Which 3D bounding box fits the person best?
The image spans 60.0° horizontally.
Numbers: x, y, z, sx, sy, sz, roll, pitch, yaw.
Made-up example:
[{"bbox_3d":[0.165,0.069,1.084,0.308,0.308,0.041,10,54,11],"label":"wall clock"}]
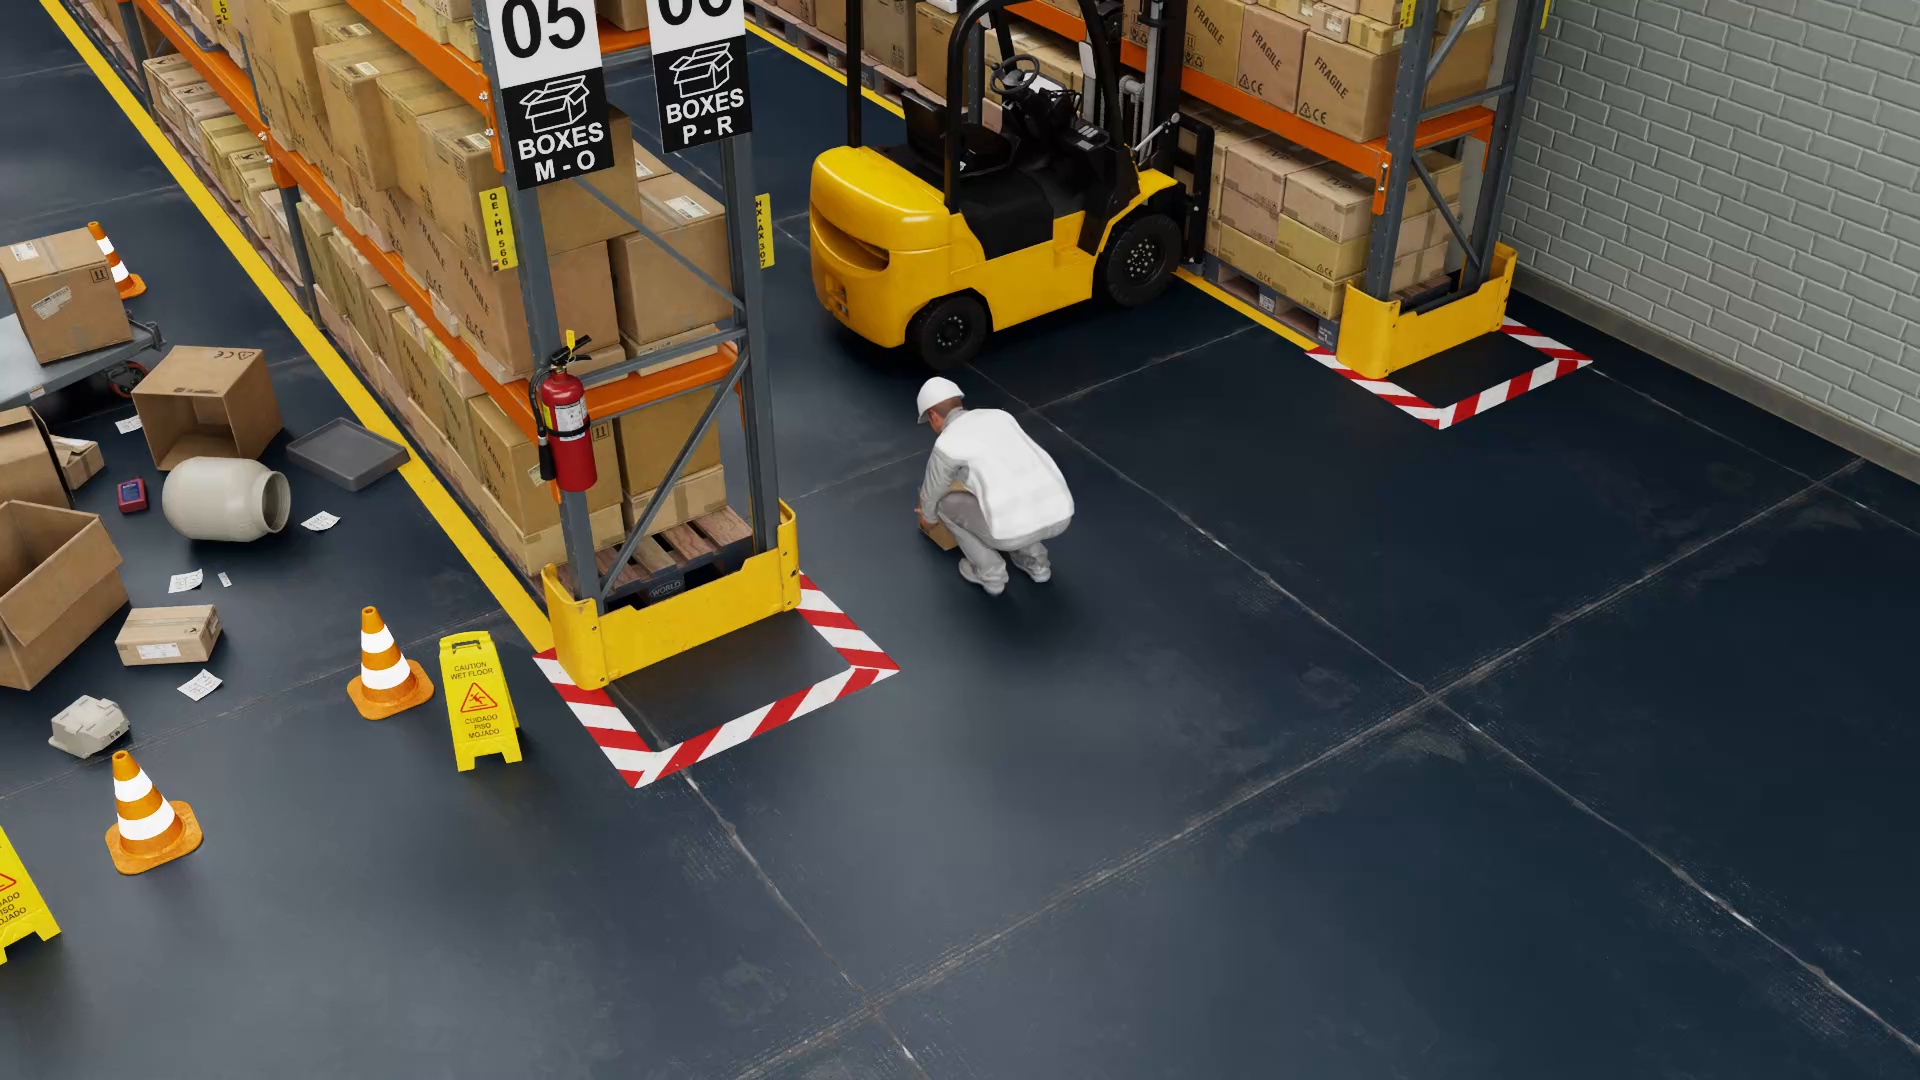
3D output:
[{"bbox_3d":[0.137,-0.250,8.056,0.536,0.916,0.913,-23,42,-28],"label":"person"}]
